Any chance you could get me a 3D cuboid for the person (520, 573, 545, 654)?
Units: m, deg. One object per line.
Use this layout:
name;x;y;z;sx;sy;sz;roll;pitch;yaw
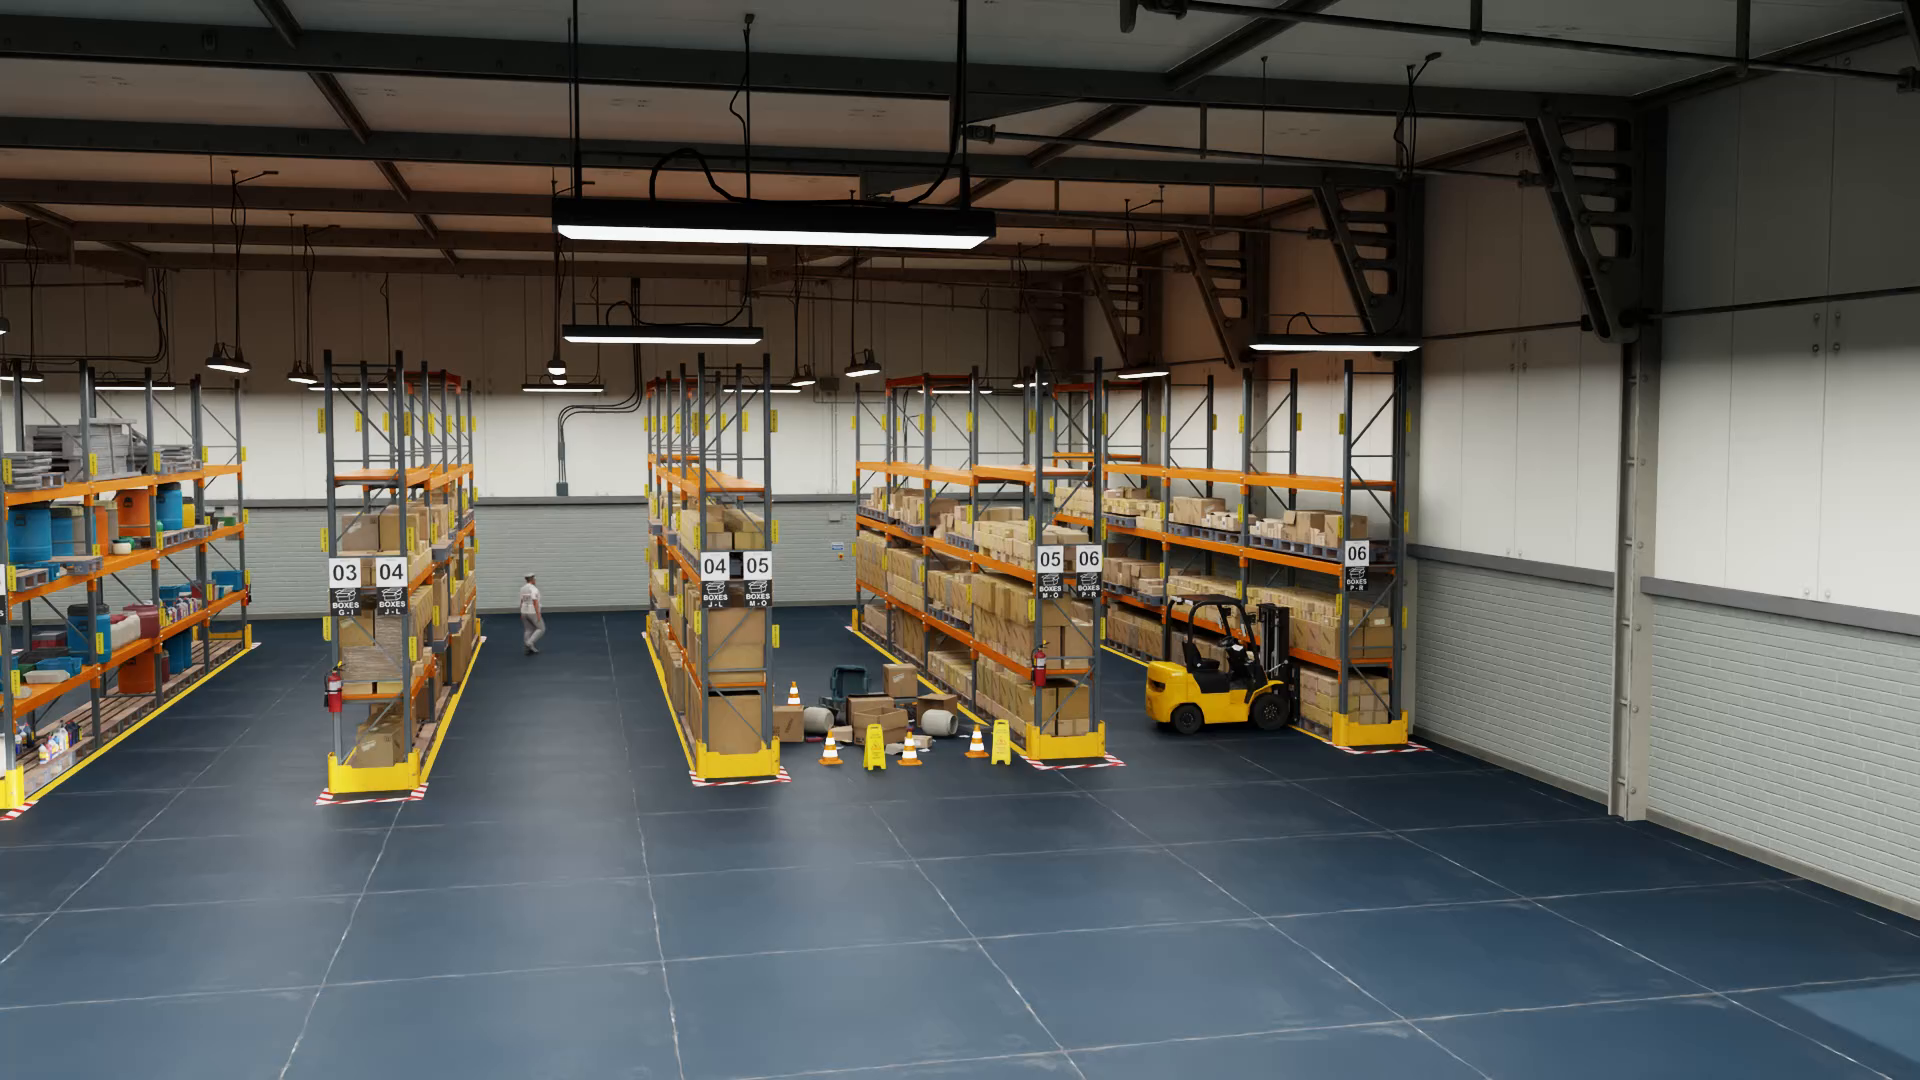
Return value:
person;-9.367;1.605;36.198;0.575;1.759;0.492;3;5;37
